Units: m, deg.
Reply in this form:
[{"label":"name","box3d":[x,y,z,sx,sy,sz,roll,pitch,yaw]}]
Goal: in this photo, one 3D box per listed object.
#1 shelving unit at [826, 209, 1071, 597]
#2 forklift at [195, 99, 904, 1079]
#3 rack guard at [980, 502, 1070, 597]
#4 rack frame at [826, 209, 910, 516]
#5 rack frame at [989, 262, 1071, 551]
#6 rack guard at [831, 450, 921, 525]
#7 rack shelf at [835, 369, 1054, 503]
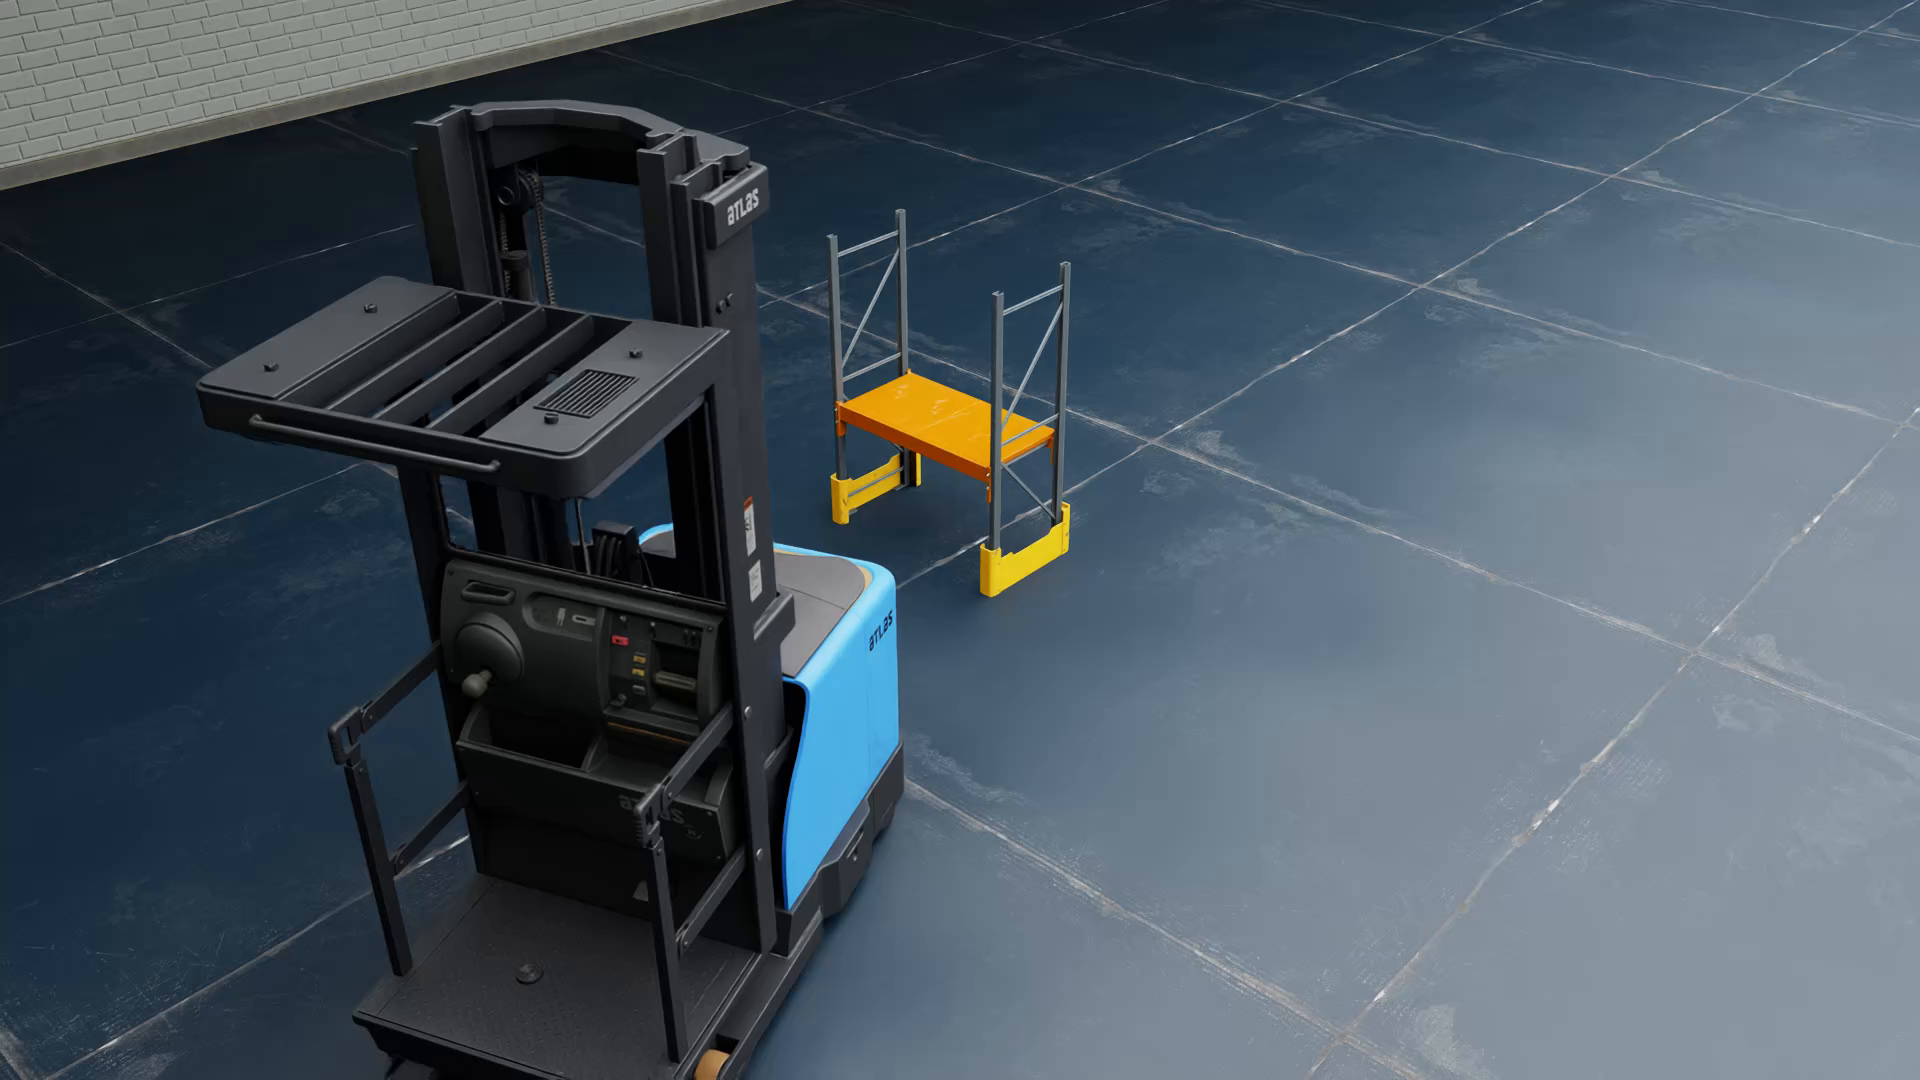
[{"label":"shelving unit","box3d":[-0.057,-0.669,7.907,1.083,1.500,0.587,25,39,35]},{"label":"forklift","box3d":[-1.212,0.381,4.775,1.130,2.935,3.031,11,33,18]},{"label":"rack guard","box3d":[0.313,0.039,7.943,0.087,0.250,0.587,25,39,35]},{"label":"rack frame","box3d":[-0.440,-0.848,8.204,0.032,1.500,0.500,25,39,35]},{"label":"rack frame","box3d":[0.314,-0.496,7.620,0.032,1.500,0.500,25,39,35]},{"label":"rack guard","box3d":[-0.426,-0.306,8.516,0.087,0.250,0.587,25,39,35]},{"label":"rack shelf","box3d":[-0.063,-0.518,8.005,1.000,0.185,0.538,25,39,35]}]
